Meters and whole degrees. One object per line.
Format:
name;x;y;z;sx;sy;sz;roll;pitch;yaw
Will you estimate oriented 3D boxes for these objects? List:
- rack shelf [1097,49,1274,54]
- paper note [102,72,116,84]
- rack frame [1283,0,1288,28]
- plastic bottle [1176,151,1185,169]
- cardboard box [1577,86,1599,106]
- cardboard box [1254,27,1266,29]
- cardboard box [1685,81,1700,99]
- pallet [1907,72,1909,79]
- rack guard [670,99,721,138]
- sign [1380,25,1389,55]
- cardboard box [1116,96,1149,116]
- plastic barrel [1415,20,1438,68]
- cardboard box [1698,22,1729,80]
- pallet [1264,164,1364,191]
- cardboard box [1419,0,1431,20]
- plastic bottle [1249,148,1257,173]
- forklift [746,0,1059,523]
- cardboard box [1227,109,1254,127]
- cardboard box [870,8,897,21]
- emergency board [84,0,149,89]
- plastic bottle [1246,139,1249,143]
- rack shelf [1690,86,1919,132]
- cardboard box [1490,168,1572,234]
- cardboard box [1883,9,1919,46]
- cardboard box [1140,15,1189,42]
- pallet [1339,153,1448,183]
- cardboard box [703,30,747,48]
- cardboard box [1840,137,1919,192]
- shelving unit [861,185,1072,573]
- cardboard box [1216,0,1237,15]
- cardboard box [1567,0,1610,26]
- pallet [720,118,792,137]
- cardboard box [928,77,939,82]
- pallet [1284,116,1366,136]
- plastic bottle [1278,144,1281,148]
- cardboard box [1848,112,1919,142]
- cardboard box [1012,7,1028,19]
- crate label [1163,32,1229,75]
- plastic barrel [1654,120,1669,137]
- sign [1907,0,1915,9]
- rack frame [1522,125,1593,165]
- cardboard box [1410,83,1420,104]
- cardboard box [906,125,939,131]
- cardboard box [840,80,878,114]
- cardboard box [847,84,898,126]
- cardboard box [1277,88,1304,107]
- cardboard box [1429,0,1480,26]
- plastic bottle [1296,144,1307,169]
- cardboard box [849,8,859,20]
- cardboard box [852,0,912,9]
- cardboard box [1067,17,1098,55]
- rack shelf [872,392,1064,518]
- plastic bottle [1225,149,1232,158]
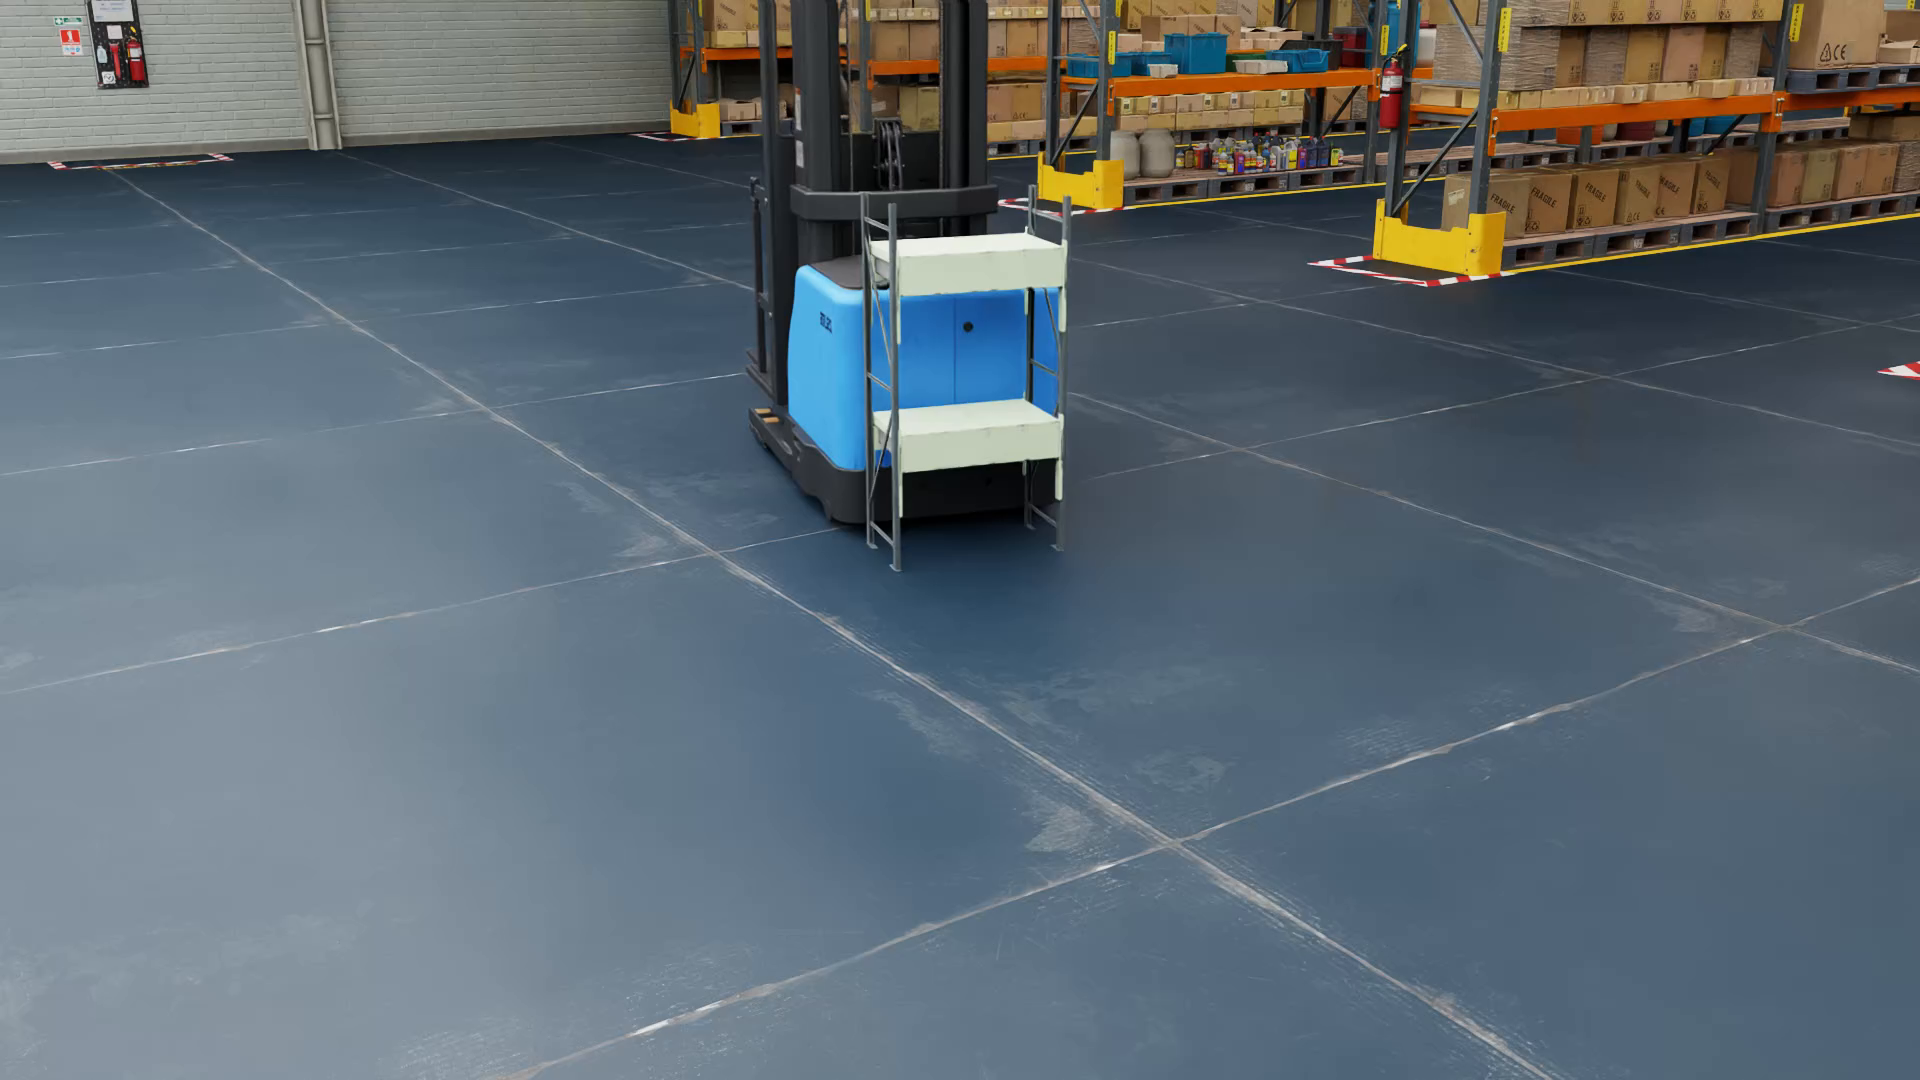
rack shelf;3.552;-7.120;24.746;4.000;0.370;1.077;-12;22;-31
paper note;-11.359;-6.171;22.191;0.142;0.148;0.016;-12;22;-31
rack frame;5.836;-9.842;31.674;0.127;3.000;1.000;-12;22;-31
plastic bottle;2.555;-4.402;19.265;0.097;0.201;0.097;0;19;0
cardboard box;5.202;-3.792;14.170;0.250;0.149;0.380;-12;22;-31
cardboard box;5.511;-9.547;31.161;0.250;0.149;0.380;-11;22;-30
cardboard box;6.424;-4.071;14.995;0.250;0.149;0.380;-12;22;-31
pallet;10.131;-4.918;17.408;1.003;0.211;1.213;-12;22;-31
rack guard;-4.123;-6.558;25.862;0.348;0.500;1.175;-12;22;-31
sign;4.896;-5.765;19.182;0.005;0.325;0.100;-12;22;-31
cardboard box;2.364;-6.277;23.890;0.500;0.311;0.500;-12;22;-31
plastic barrel;5.522;-5.957;19.971;0.433;0.535;0.433;0;19;0
cardboard box;6.480;-4.505;15.267;0.500;0.500;0.875;-12;22;-31
pallet;4.019;-4.355;19.797;1.213;0.211;1.003;-12;22;-31
cardboard box;7.121;-8.436;26.704;0.700;0.500;0.500;16;24;39
plastic bottle;3.318;-4.309;18.879;0.097;0.271;0.097;0;19;0
forklift;-0.484;-1.896;8.275;1.130;2.935;3.031;-6;20;-17
cardboard box;4.067;-6.372;25.047;0.500;0.250;0.500;-11;22;-30
cardboard box;-1.013;-6.770;21.419;0.250;0.149;0.380;-12;22;-32
emergency board;-11.174;-6.601;22.087;0.643;1.169;0.194;-12;22;-31
plastic bottle;3.382;-4.622;19.788;0.133;0.283;0.061;-11;21;-29
rack shelf;8.997;-4.470;16.906;4.000;0.370;1.077;-12;22;-31
cardboard box;4.997;-2.989;14.648;0.500;0.500;0.500;-6;20;-17
cardboard box;9.827;-5.178;17.067;0.500;0.500;0.700;-8;20;-23
cardboard box;2.972;-7.380;24.234;0.500;0.500;0.500;-10;21;-28
pallet;5.237;-4.611;20.554;1.213;0.211;1.003;-12;22;-31
cardboard box;-3.604;-7.668;25.446;0.500;0.250;0.500;-13;22;-33
cardboard box;9.663;-3.963;17.499;0.500;0.500;0.700;-14;23;-36
shelving unit;0.021;-0.676;6.902;0.755;1.500;0.431;-7;20;-19
cardboard box;4.744;-9.713;30.638;0.500;0.500;0.500;-12;22;-31
cardboard box;5.017;-4.526;13.767;0.500;0.500;0.500;-12;22;-31
pallet;-3.425;-6.555;26.303;1.213;0.211;1.003;-12;22;-31
cardboard box;-0.240;-7.591;28.232;0.500;0.500;0.700;-11;22;-30
pallet;5.867;-6.614;26.478;1.213;0.211;1.003;-12;22;-31
plastic bottle;3.716;-4.446;19.268;0.133;0.283;0.061;-12;22;-31
cardboard box;9.687;-4.320;17.385;0.500;0.250;0.500;-9;21;-25
cardboard box;0.711;-7.135;22.497;0.250;0.149;0.380;-11;22;-30
crate label;2.651;-5.492;18.751;0.616;0.435;0.502;-12;22;-31
plastic barrel;9.708;-5.921;23.304;0.421;0.512;0.421;0;19;0
sign;10.360;-5.859;18.085;0.005;0.325;0.100;-12;22;-31
rack frame;7.944;-6.488;21.751;0.127;3.000;1.000;-12;22;-31
cardboard box;7.049;-7.115;26.824;0.500;0.500;0.500;-13;23;-33
cardboard box;-0.473;-5.425;22.244;0.500;0.250;0.500;-12;22;-31
cardboard box;-1.691;-7.264;27.263;0.500;0.500;0.500;-14;23;-35
cardboard box;-1.175;-5.830;22.272;0.500;0.500;0.500;-12;22;-31
cardboard box;4.920;-6.817;25.488;0.500;0.311;0.500;-11;22;-30
cardboard box;4.310;-4.579;13.923;0.500;0.500;0.500;-12;22;-31
plastic bottle;3.950;-4.441;19.251;0.133;0.283;0.061;-10;21;-28
cardboard box;-1.245;-6.877;21.734;0.250;0.149;0.380;-12;22;-32
cardboard box;-1.018;-7.154;21.541;0.500;0.500;0.700;-12;22;-31
cardboard box;1.515;-7.076;23.336;0.500;0.500;0.700;-13;22;-33
rack shelf;0.021;-0.367;7.006;0.720;0.370;0.431;-7;20;-19
plastic bottle;3.135;-4.469;19.463;0.097;0.201;0.097;0;19;0
